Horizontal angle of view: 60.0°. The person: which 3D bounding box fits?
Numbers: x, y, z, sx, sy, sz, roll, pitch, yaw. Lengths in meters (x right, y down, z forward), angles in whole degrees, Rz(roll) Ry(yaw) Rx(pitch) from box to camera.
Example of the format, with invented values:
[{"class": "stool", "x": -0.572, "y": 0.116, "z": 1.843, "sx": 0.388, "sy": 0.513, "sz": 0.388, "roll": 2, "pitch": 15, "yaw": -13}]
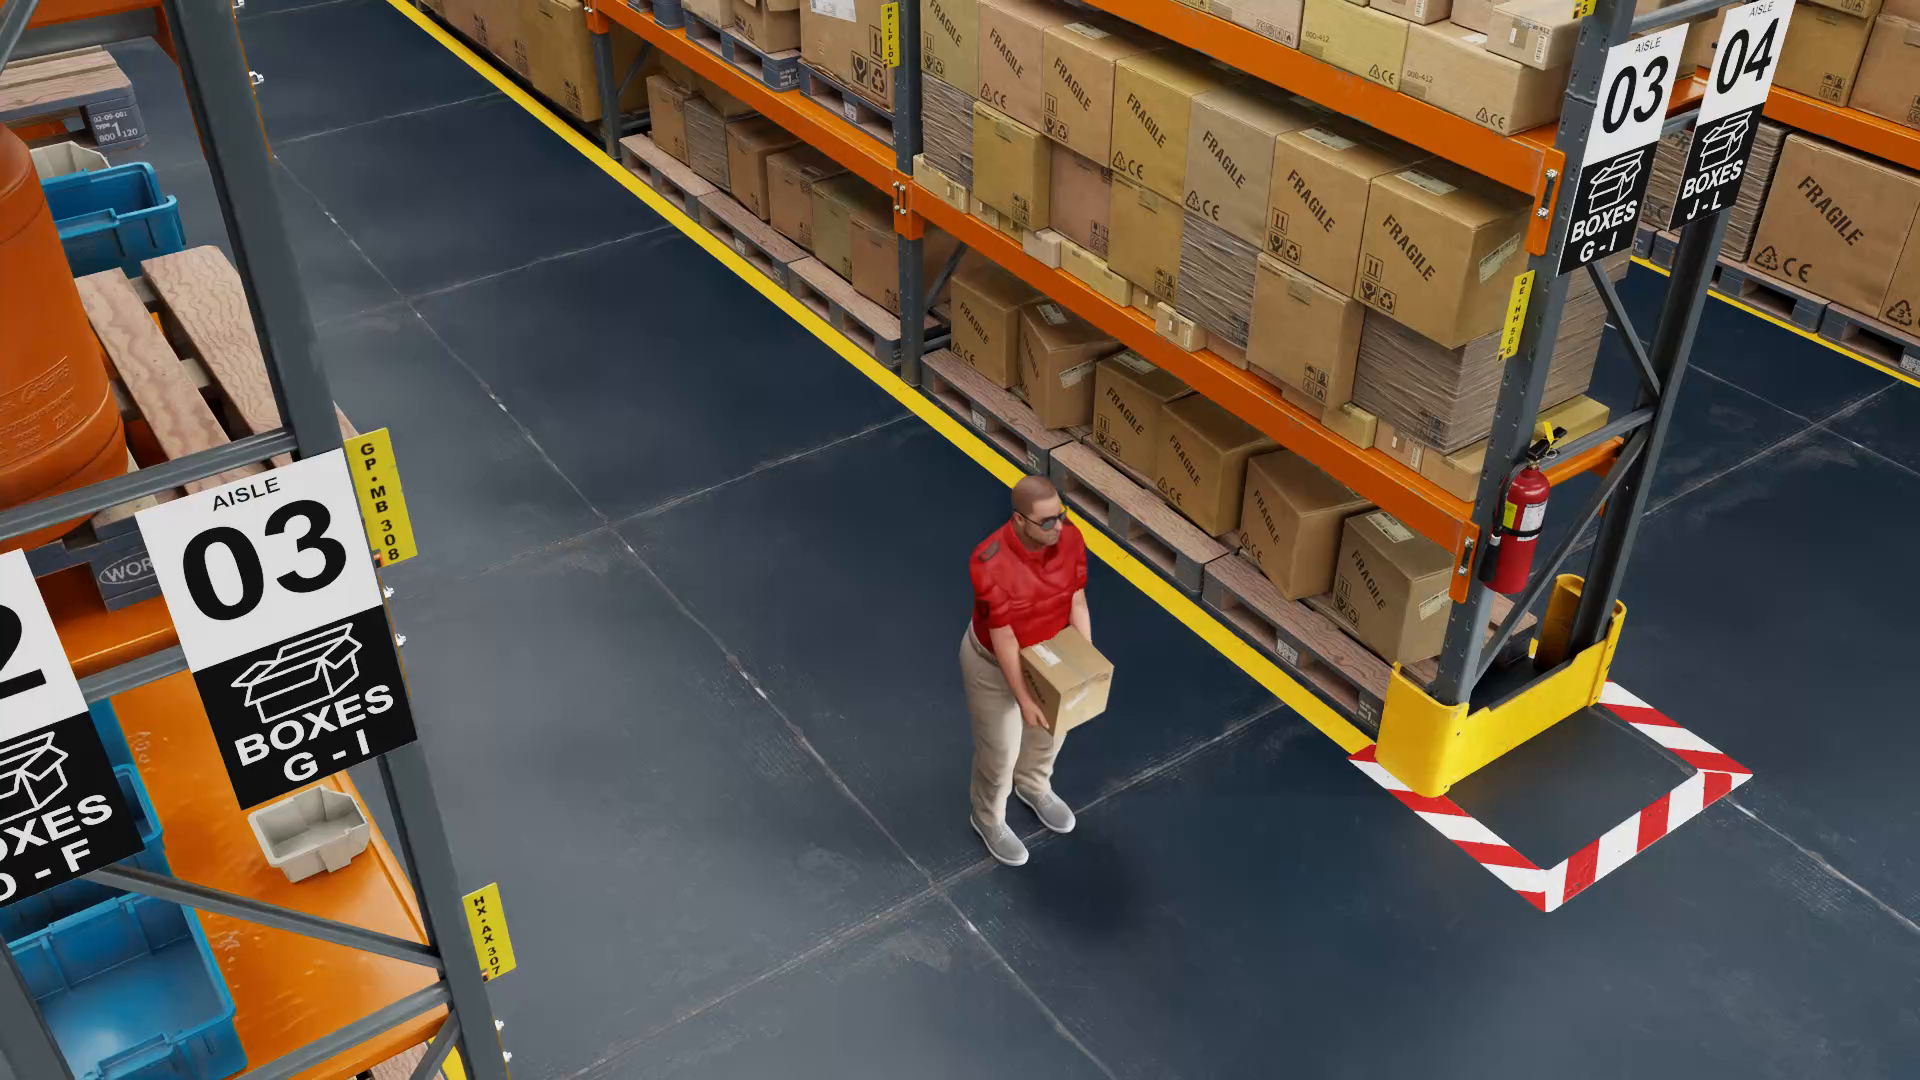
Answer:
[{"class": "person", "x": 0.304, "y": 0.192, "z": 6.082, "sx": 0.489, "sy": 0.915, "sz": 0.480, "roll": -23, "pitch": 42, "yaw": -28}]
